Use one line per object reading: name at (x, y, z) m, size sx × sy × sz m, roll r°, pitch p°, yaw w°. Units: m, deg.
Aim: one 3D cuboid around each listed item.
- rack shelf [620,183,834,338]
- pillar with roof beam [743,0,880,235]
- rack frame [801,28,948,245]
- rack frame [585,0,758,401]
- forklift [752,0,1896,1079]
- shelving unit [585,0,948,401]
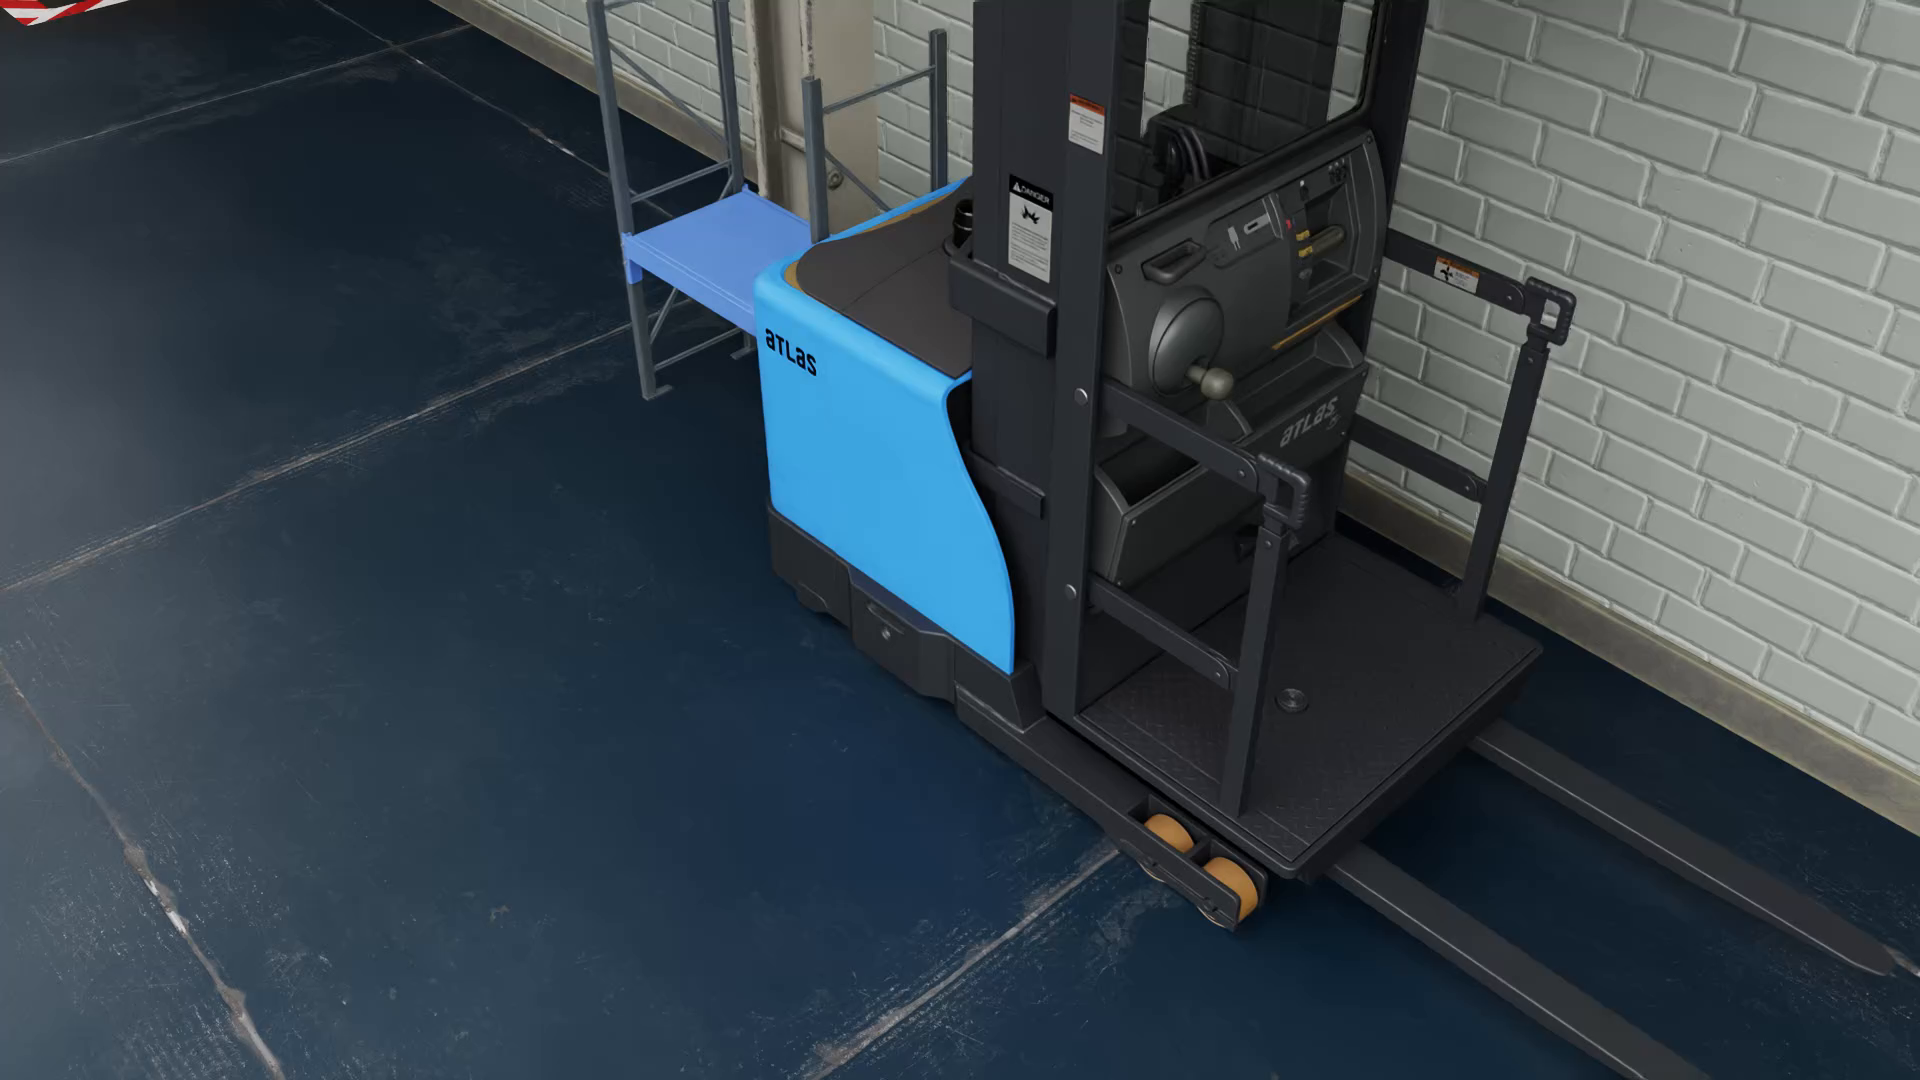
rack shelf at (-0.578, -0.818, 5.355) m, size 0.538 × 0.185 × 1.000 m, roll -31°, pitch 48°, yaw -33°
pillar with roof beam at (-3.731, -2.876, 1.649) m, size 9.100 × 9.000 × 0.400 m, roll -30°, pitch 48°, yaw -32°
rack frame at (-0.226, -0.727, 4.957) m, size 0.500 × 1.500 × 0.032 m, roll -31°, pitch 48°, yaw -33°
rack frame at (-0.930, -1.188, 5.527) m, size 0.500 × 1.500 × 0.032 m, roll -31°, pitch 48°, yaw -33°
forklift at (0.810, -0.563, 3.615) m, size 1.130 × 2.935 × 3.031 m, roll -31°, pitch 48°, yaw -33°
shelving unit at (-0.578, -0.958, 5.242) m, size 0.538 × 1.500 × 1.048 m, roll -31°, pitch 48°, yaw -33°
